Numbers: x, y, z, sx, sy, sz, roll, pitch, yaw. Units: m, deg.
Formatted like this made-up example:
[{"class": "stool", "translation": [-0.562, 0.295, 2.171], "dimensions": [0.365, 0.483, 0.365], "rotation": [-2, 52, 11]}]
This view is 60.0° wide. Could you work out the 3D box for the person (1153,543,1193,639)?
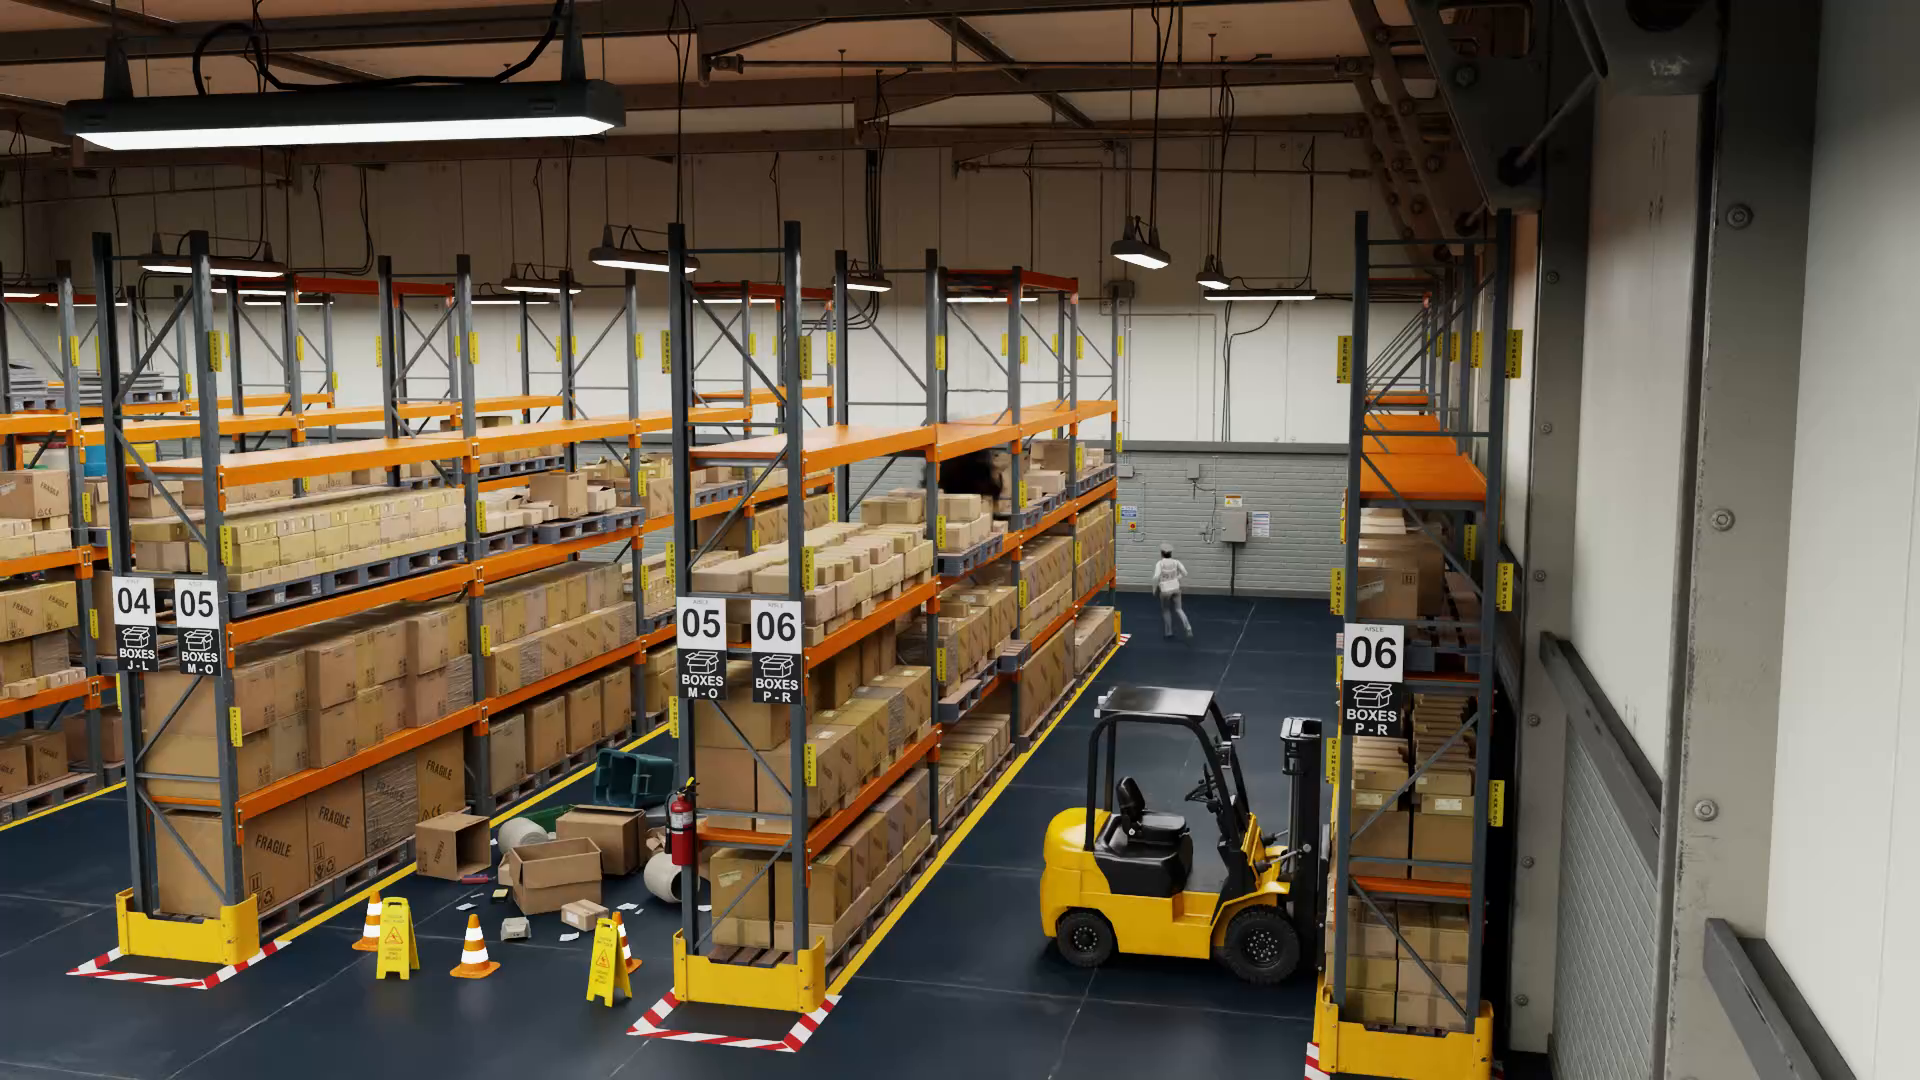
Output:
[{"class": "person", "translation": [3.545, 0.875, 28.367], "dimensions": [0.672, 1.659, 0.925], "rotation": [-2, 7, -13]}]
